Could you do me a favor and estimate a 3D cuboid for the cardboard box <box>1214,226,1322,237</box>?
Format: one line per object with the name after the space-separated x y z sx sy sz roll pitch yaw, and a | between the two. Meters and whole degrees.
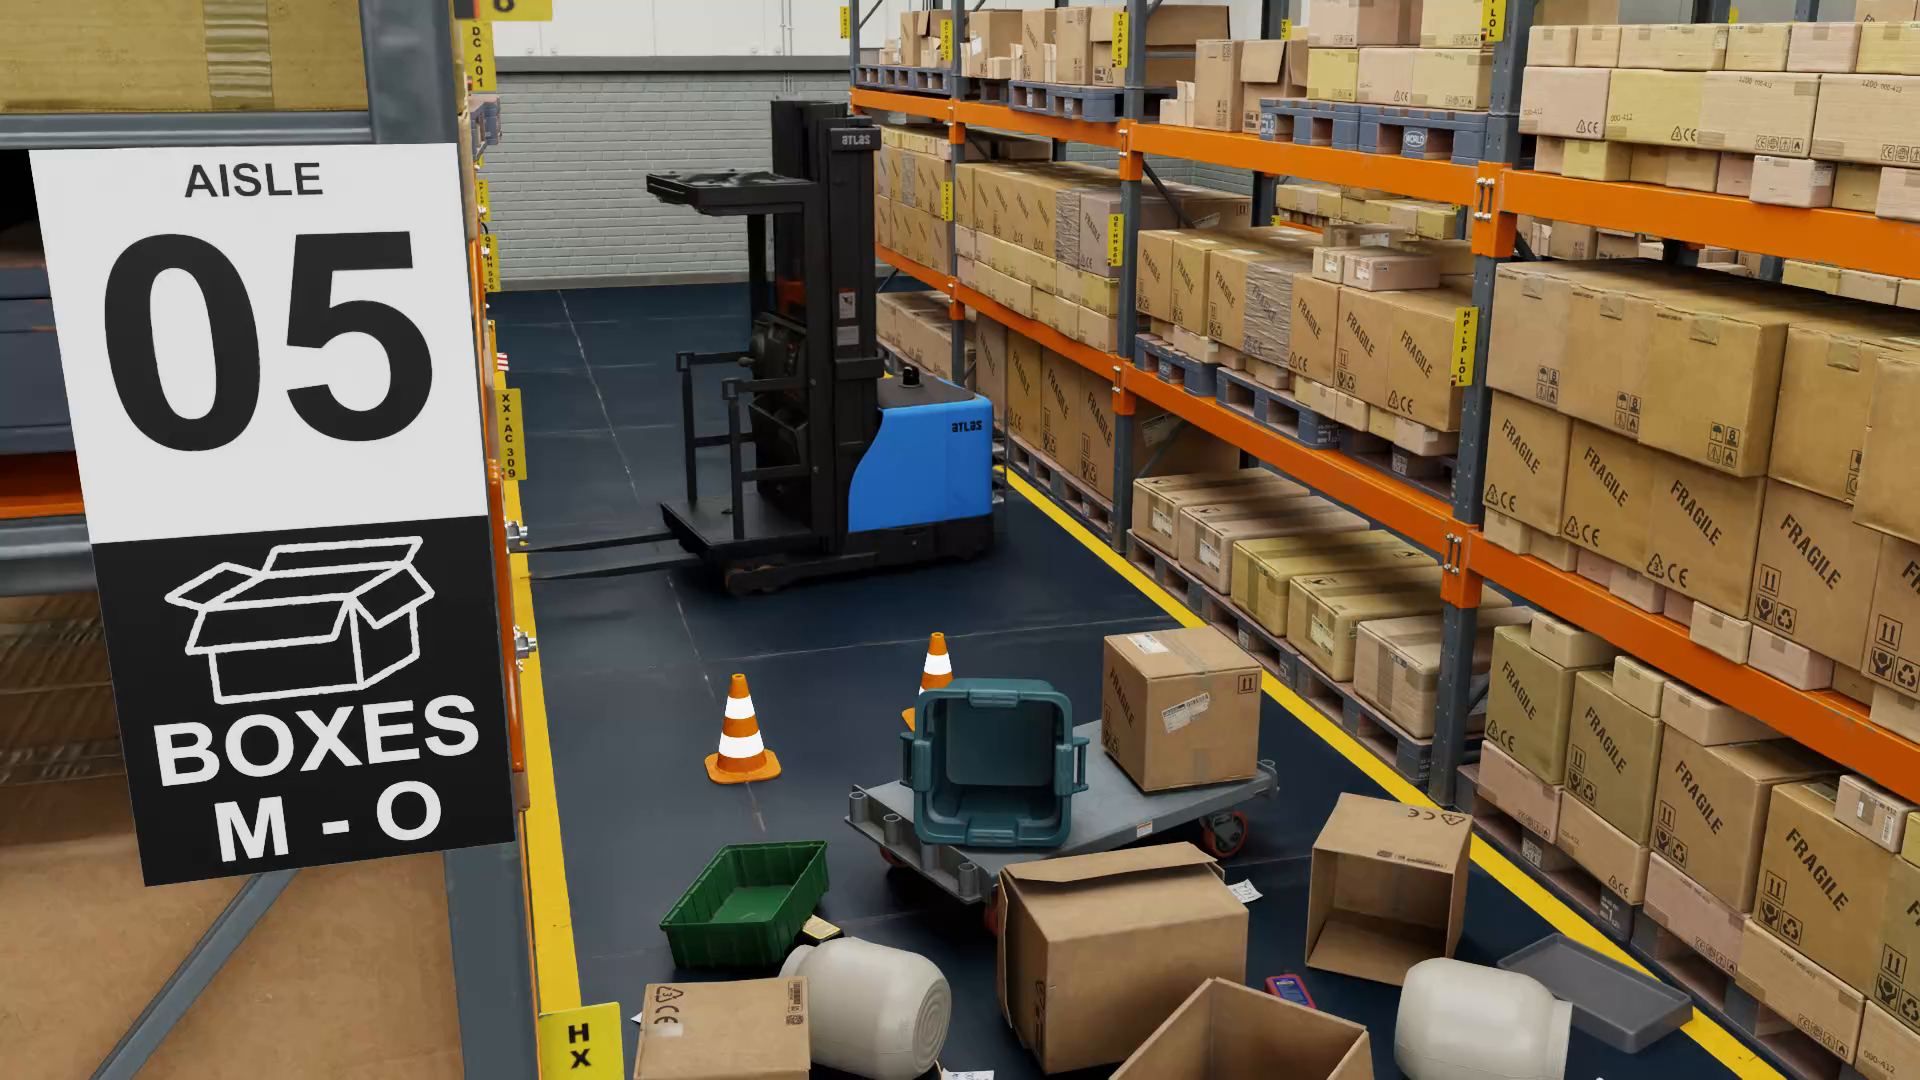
1.913 -1.683 10.421 0.500 0.500 0.500 -5 17 -17 | cardboard box

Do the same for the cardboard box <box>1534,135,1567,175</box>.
2.468 -1.499 6.450 0.380 0.149 0.250 -5 17 -16 | cardboard box

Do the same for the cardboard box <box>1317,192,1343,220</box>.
4.241 -3.646 18.121 0.500 0.250 0.500 -5 17 -16 | cardboard box

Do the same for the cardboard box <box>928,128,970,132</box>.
-0.108 -4.079 16.777 0.380 0.149 0.250 -5 17 -16 | cardboard box

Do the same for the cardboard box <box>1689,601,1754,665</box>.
2.741 0.298 5.682 0.380 0.149 0.250 -5 17 -15 | cardboard box

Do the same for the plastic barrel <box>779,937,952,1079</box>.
-0.325 1.556 5.535 0.512 0.421 0.421 7 18 23 | plastic barrel

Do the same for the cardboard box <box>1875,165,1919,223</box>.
2.887 -0.997 4.780 0.380 0.149 0.250 -5 17 -16 | cardboard box

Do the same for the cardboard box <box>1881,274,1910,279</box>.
6.351 -1.822 11.003 0.380 0.149 0.250 -4 17 -15 | cardboard box

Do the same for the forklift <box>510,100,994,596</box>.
-1.332 -1.230 10.451 3.031 2.935 1.130 -8 18 -24 | forklift

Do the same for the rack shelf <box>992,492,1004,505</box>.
0.169 -0.256 11.481 0.258 0.077 0.200 -8 19 -25 | rack shelf

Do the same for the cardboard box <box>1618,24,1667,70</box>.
2.556 -1.731 5.838 0.380 0.149 0.250 -5 18 -17 | cardboard box

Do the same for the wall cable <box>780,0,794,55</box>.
-2.512 -8.033 22.552 0.463 3.000 0.029 -5 17 -15 | wall cable

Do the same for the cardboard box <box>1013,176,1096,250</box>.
0.716 -2.464 12.531 0.500 0.500 0.500 -5 17 -16 | cardboard box

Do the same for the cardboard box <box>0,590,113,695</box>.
-1.317 0.397 2.779 0.875 0.550 0.550 -5 17 -15 | cardboard box

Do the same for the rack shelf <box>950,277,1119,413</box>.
0.971 -1.604 12.830 1.077 0.370 4.000 -5 17 -15 | rack shelf

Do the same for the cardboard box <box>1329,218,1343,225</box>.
4.227 -3.409 18.023 0.380 0.149 0.250 -5 17 -17 | cardboard box

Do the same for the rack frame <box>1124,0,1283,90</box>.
1.521 -4.269 10.021 1.000 3.000 0.127 -5 17 -15 | rack frame

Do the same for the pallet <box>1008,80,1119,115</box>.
0.983 -3.225 12.088 1.003 0.211 1.213 -4 17 -13 | pallet

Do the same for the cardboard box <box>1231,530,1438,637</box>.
2.080 0.232 9.302 0.950 0.372 0.625 -4 17 -13 | cardboard box

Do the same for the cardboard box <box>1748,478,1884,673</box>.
2.917 0.079 5.283 0.500 0.500 0.500 -4 17 -15 | cardboard box

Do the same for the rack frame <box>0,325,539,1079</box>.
-1.012 1.236 2.122 1.000 3.000 0.127 -5 17 -15 | rack frame

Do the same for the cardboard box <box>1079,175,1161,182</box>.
1.212 -2.499 12.645 0.500 0.500 0.500 -4 17 -14 | cardboard box

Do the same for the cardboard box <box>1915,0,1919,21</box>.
6.492 -3.171 10.504 0.700 0.500 0.500 -5 17 -16 | cardboard box

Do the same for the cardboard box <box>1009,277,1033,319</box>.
0.686 -1.863 12.700 0.500 0.250 0.500 -5 17 -16 | cardboard box

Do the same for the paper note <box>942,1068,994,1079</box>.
0.021 1.787 5.464 0.172 0.023 0.155 1 17 4 | paper note

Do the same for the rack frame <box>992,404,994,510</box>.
0.123 -0.486 11.507 0.240 0.900 0.006 -8 19 -25 | rack frame

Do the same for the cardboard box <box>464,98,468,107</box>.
-0.937 -0.589 2.517 0.380 0.149 0.250 -5 17 -15 | cardboard box

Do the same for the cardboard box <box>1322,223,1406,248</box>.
2.242 -1.668 9.241 0.380 0.149 0.250 -6 18 -18 | cardboard box

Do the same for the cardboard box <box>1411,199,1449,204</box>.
5.032 -3.406 17.319 0.500 0.250 0.500 -4 17 -14 | cardboard box

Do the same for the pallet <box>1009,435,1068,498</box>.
1.045 -0.621 13.153 1.003 0.211 1.213 -5 17 -15 | pallet

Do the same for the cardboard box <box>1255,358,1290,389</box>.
1.829 -0.921 9.011 0.380 0.149 0.250 -4 17 -14 | cardboard box

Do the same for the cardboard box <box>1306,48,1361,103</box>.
2.047 -2.287 8.167 0.500 0.250 0.500 -4 17 -15 | cardboard box

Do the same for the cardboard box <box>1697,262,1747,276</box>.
5.743 -2.021 12.674 0.380 0.149 0.250 -4 17 -14 | cardboard box

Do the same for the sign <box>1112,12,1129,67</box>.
0.985 -3.076 10.229 0.100 0.325 0.005 -5 17 -15 | sign

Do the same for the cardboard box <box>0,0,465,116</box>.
-0.898 -0.674 2.106 0.500 0.250 0.500 -5 17 -15 | cardboard box

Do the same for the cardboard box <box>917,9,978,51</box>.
0.020 -4.608 15.280 0.797 0.503 0.637 -3 17 -11 | cardboard box

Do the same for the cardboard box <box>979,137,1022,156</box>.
0.388 -3.584 15.131 0.380 0.149 0.250 -5 17 -16 | cardboard box

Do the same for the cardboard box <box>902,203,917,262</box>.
-0.251 -2.938 15.845 0.500 0.500 0.500 -5 17 -16 | cardboard box

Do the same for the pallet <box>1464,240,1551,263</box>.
5.308 -2.574 15.141 1.003 0.211 1.213 -5 17 -15 | pallet

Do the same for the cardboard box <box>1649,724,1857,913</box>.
2.822 0.943 5.846 0.500 0.500 0.500 -4 17 -12 | cardboard box

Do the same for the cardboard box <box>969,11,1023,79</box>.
0.385 -3.921 13.174 0.500 0.500 0.500 -5 17 -16 | cardboard box

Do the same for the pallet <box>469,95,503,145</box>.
-2.983 -2.149 8.505 1.213 0.211 1.003 -4 17 -13 | pallet

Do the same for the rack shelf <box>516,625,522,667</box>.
-2.661 -0.079 7.750 1.077 0.370 4.000 -5 17 -15 | rack shelf

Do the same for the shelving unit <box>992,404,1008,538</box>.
0.169 -0.460 11.420 0.258 0.900 0.210 -8 19 -25 | shelving unit

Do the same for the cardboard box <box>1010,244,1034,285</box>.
0.696 -2.102 12.628 0.500 0.250 0.500 -5 17 -17 | cardboard box

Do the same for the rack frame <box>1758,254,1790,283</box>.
6.292 -1.789 12.194 1.000 3.000 0.127 -5 17 -15 | rack frame

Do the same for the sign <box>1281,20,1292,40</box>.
2.043 -3.122 10.519 0.100 0.325 0.005 -5 17 -15 | sign

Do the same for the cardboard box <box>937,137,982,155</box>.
0.004 -3.551 15.020 0.380 0.149 0.250 -5 17 -15 | cardboard box

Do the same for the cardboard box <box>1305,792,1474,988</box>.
1.606 1.311 6.215 0.500 0.500 0.500 7 18 23 | cardboard box

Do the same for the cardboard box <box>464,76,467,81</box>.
-1.425 -1.079 4.149 0.380 0.149 0.250 -4 17 -14 | cardboard box

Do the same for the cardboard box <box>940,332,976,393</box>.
0.352 -1.658 15.482 0.875 0.438 0.875 -5 17 -16 | cardboard box

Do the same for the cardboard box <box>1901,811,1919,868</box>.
3.017 0.896 4.873 0.380 0.149 0.250 -4 17 -14 | cardboard box

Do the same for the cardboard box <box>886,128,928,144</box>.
-0.532 -4.038 16.642 0.380 0.149 0.250 -5 17 -15 | cardboard box

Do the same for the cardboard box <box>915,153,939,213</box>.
-0.105 -3.279 15.241 0.500 0.500 0.500 -5 17 -16 | cardboard box

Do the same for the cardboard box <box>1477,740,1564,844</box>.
2.523 1.011 6.922 0.500 0.250 0.500 -6 18 -18 | cardboard box

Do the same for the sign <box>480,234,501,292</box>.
-2.678 -1.576 9.471 0.100 0.325 0.005 -5 17 -15 | sign

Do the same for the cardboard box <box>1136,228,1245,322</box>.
1.422 -1.644 10.291 0.500 0.500 0.500 -5 17 -17 | cardboard box
